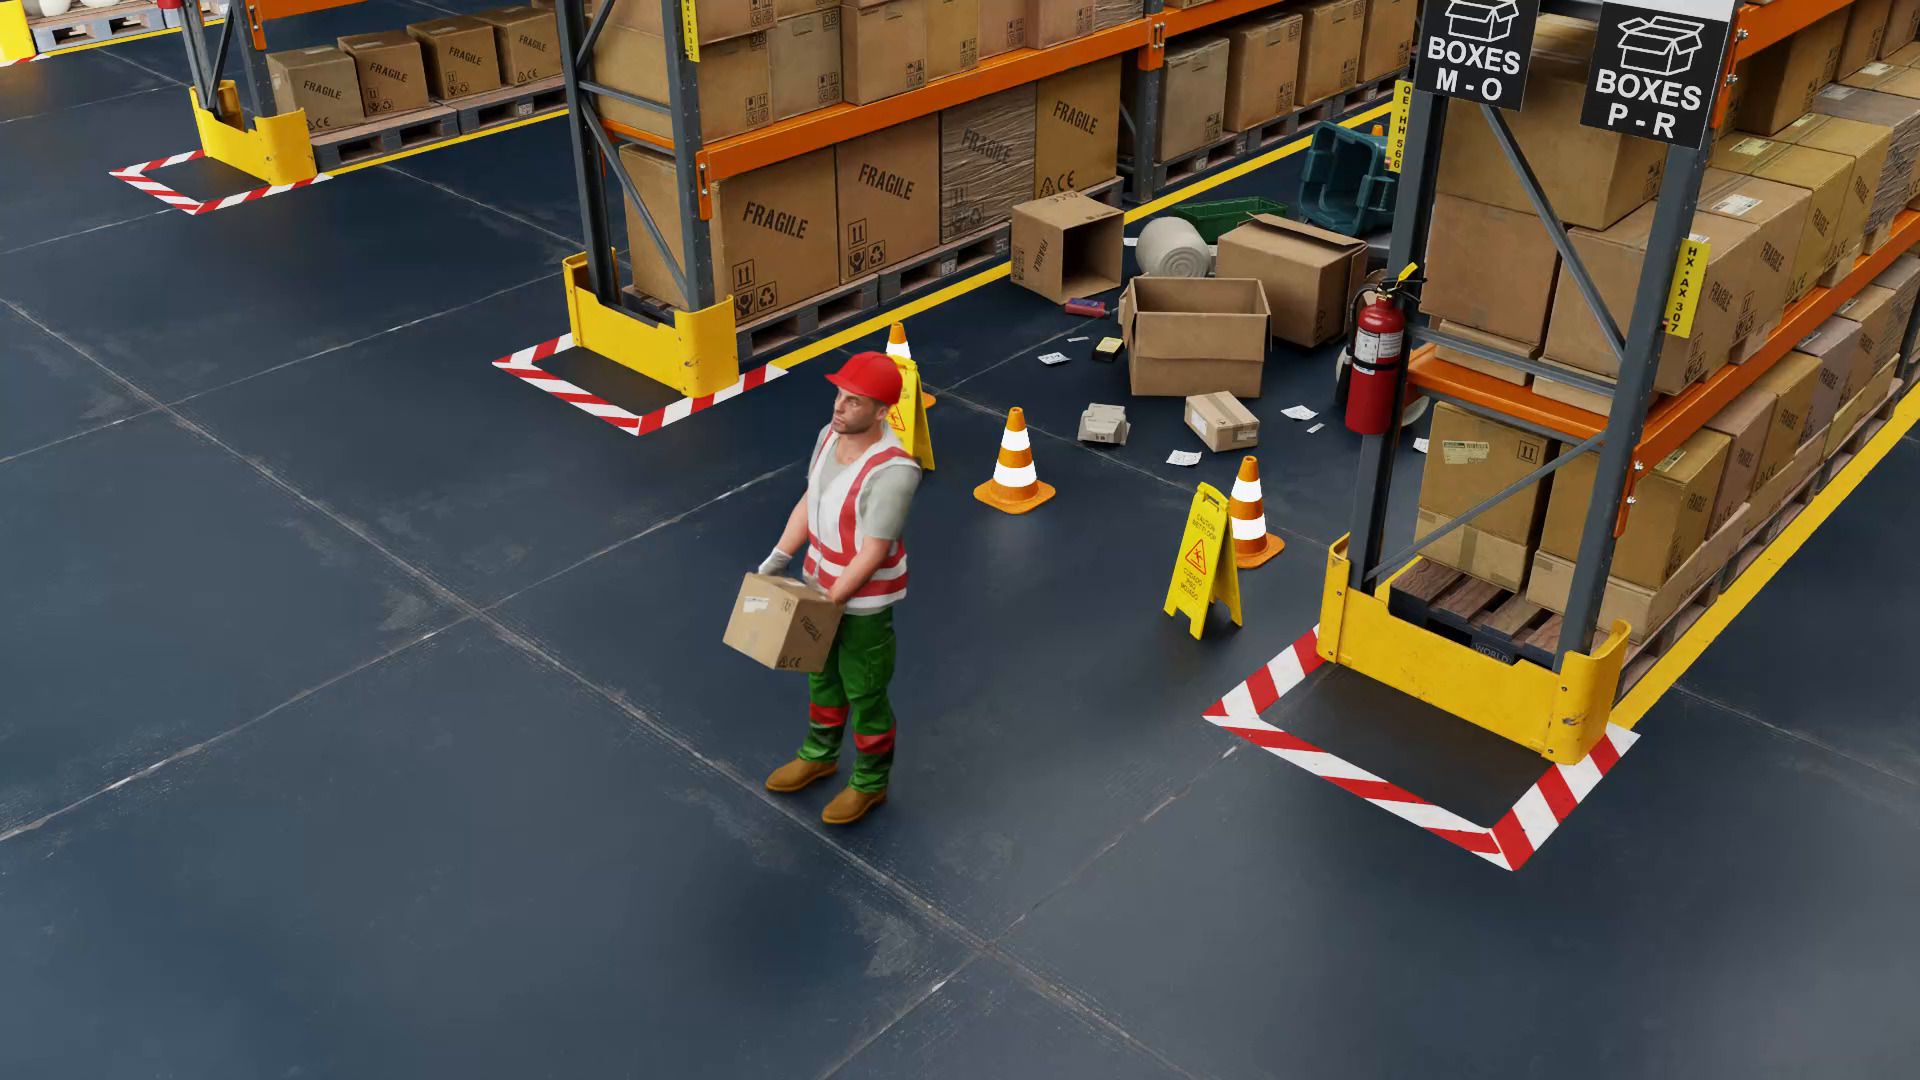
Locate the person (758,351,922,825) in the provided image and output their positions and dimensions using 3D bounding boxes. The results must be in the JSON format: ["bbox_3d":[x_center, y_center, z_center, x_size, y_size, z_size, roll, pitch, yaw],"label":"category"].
[{"bbox_3d":[-0.423,0.200,5.771,0.527,1.793,0.514,-18,35,-27],"label":"person"}]
